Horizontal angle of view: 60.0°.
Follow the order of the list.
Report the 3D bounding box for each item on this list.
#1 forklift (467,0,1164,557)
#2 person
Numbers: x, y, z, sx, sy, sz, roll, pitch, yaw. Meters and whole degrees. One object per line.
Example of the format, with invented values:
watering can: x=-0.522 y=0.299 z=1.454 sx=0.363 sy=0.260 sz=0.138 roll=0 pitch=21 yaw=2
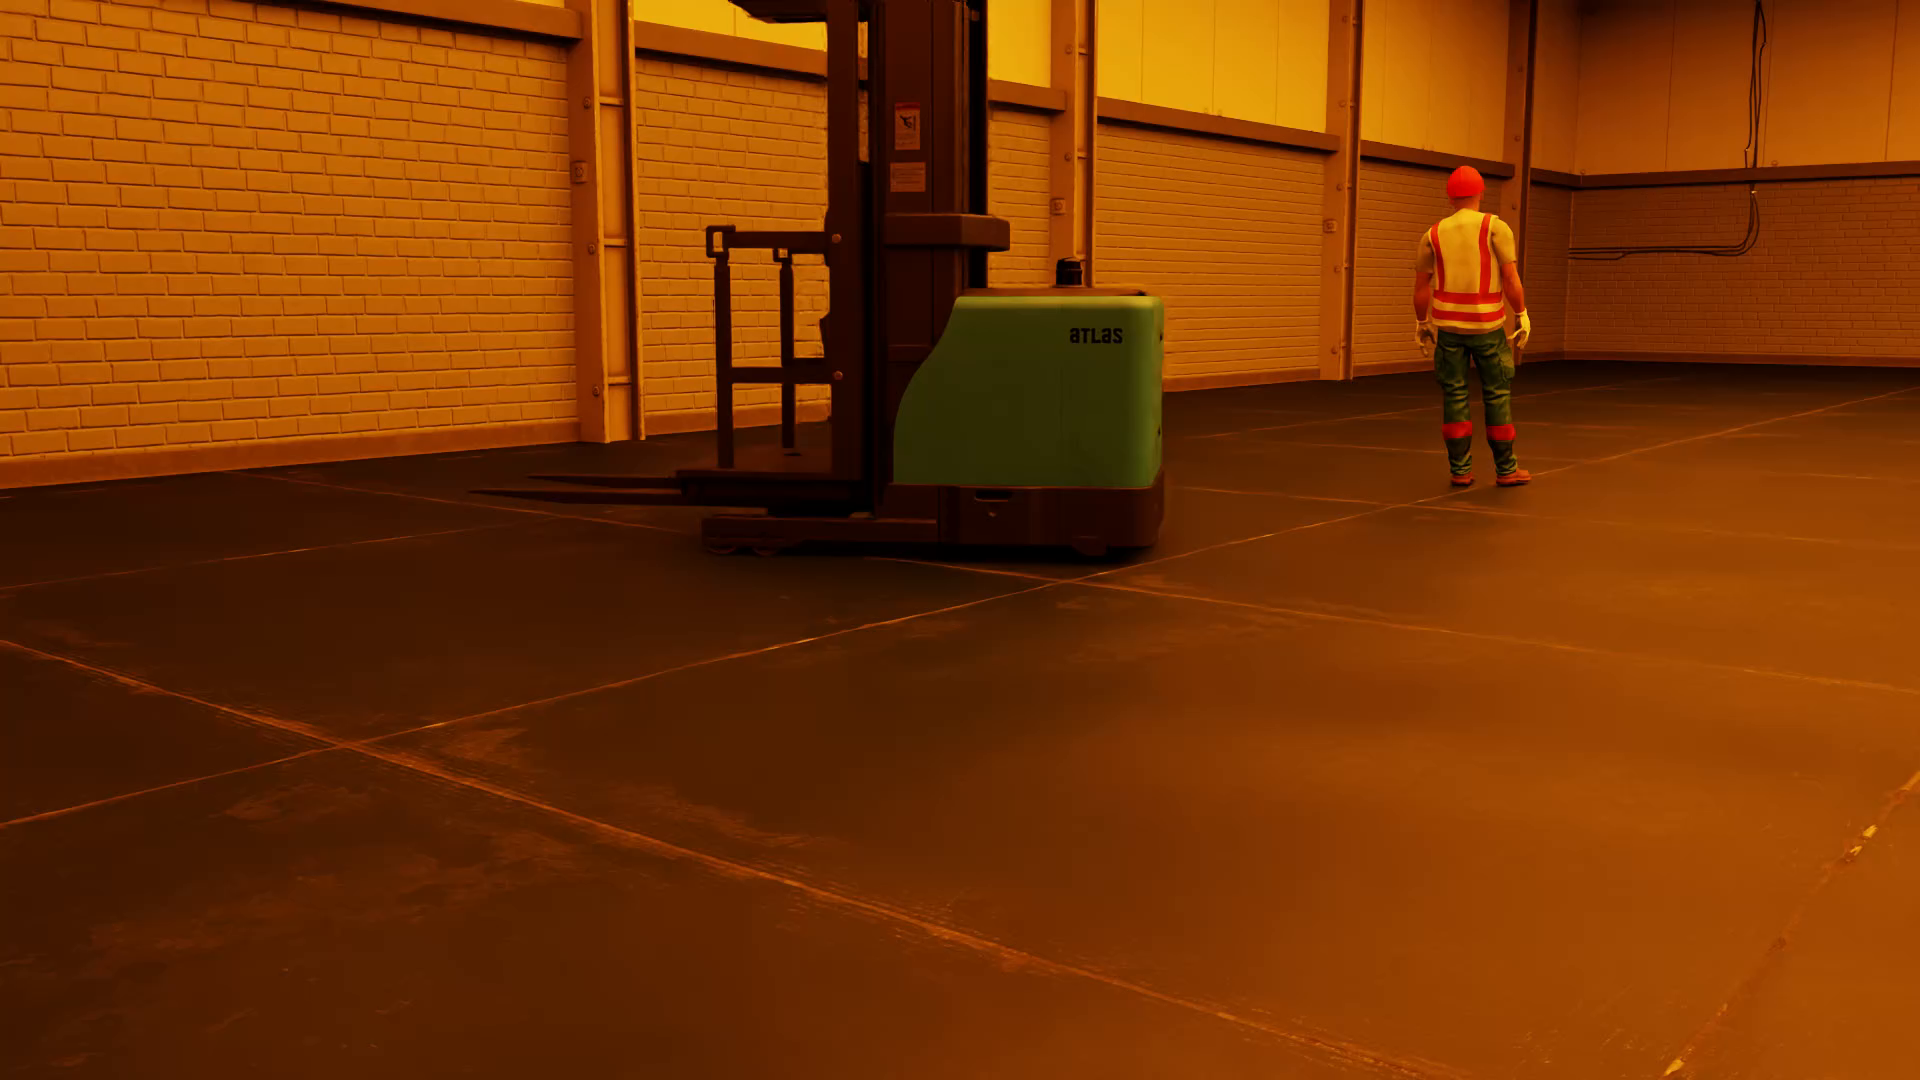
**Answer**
forklift: x=-0.637 y=-1.458 z=7.247 sx=3.031 sy=2.935 sz=1.130 roll=1 pitch=8 yaw=10
person: x=2.931 y=-1.215 z=9.474 sx=0.637 sy=1.787 sz=0.564 roll=5 pitch=10 yaw=32
